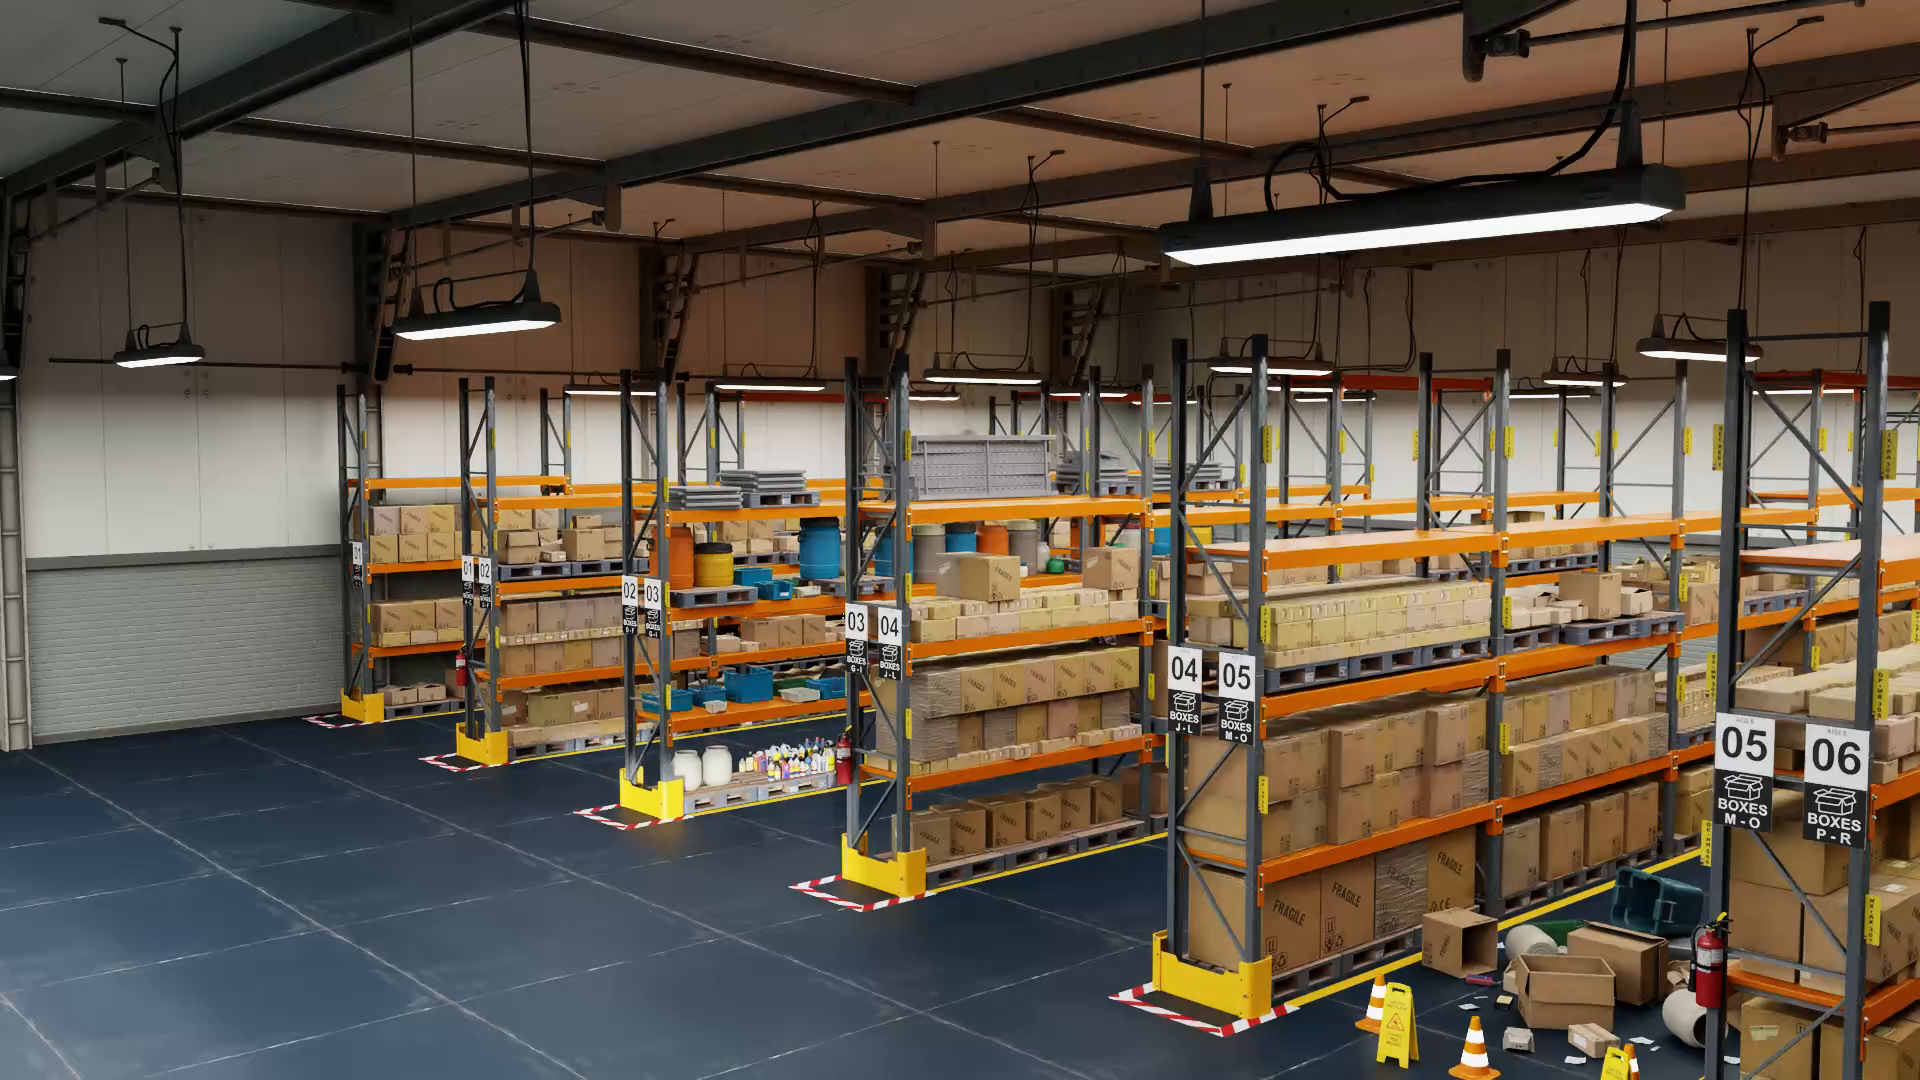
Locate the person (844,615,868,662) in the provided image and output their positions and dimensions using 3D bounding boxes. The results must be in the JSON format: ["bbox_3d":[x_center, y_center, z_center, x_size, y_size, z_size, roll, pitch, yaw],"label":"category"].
[{"bbox_3d":[-2.153,1.828,33.944,0.530,1.734,0.686,2,4,33],"label":"person"}]
